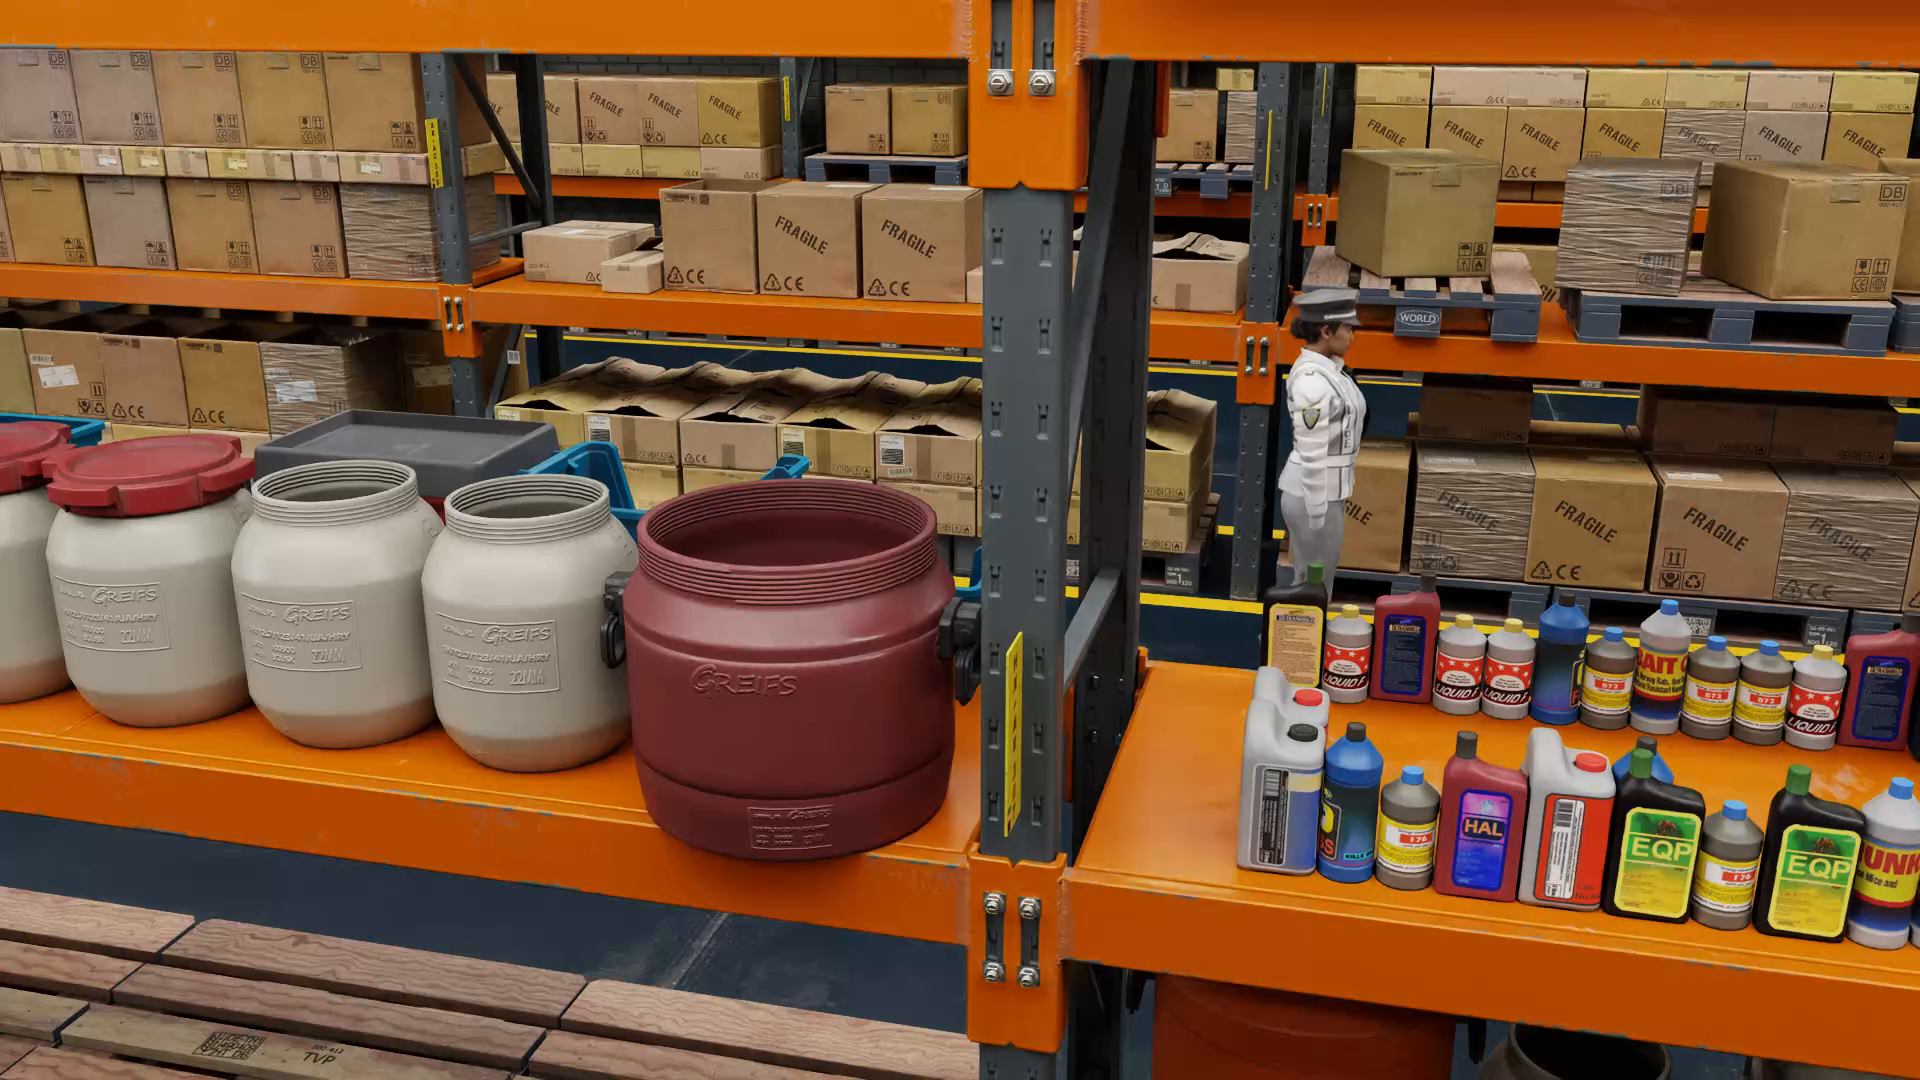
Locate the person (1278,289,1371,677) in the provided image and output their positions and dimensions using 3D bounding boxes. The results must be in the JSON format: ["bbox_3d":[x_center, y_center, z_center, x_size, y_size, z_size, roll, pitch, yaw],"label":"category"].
[{"bbox_3d":[1.413,-0.153,6.528,0.329,1.669,0.468,5,19,15],"label":"person"}]
